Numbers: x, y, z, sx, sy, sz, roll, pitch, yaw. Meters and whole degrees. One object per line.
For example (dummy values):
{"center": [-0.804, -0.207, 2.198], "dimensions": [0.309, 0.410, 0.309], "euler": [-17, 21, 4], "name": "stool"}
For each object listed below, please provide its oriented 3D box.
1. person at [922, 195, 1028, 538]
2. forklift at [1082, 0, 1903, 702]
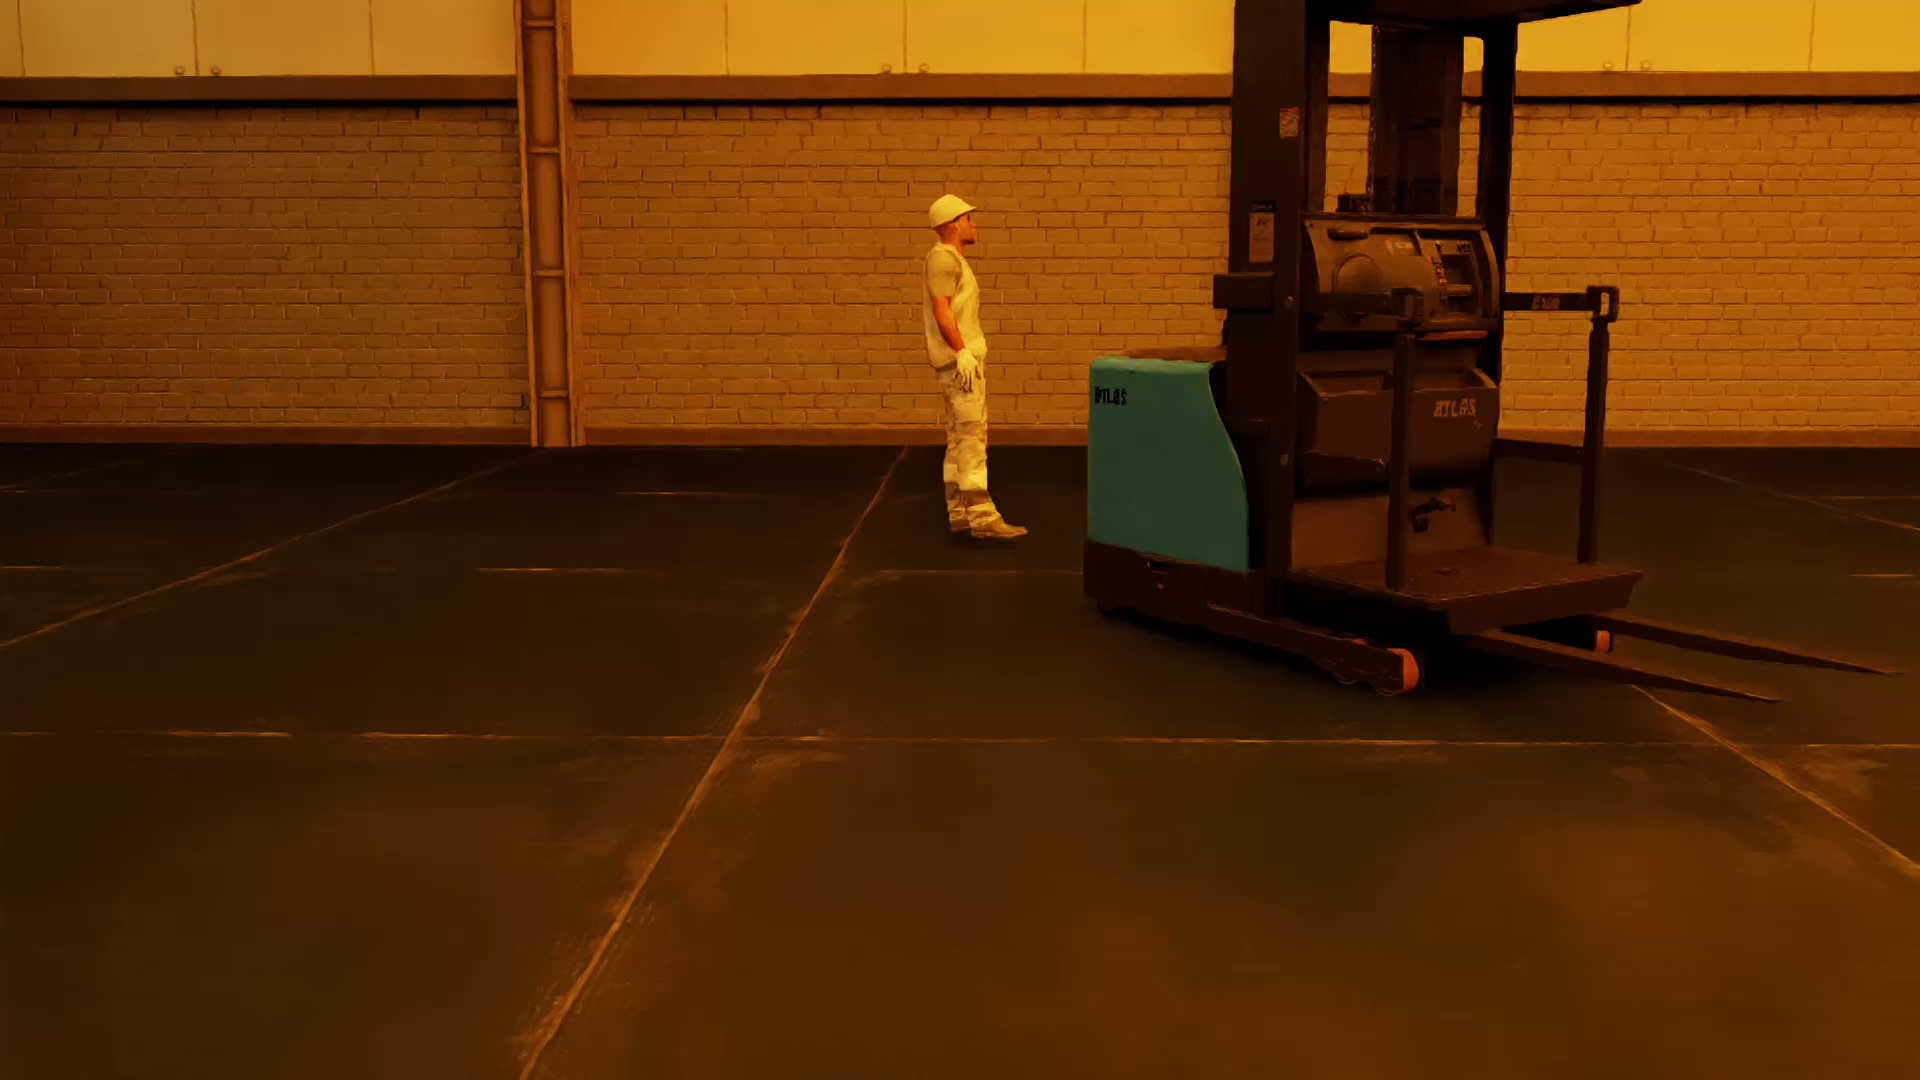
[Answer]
{"center": [0.080, -0.929, 8.847], "dimensions": [0.563, 1.787, 0.637], "euler": [0, 9, 1], "name": "person"}
{"center": [1.730, -1.005, 5.870], "dimensions": [1.130, 2.935, 3.031], "euler": [-5, 10, -32], "name": "forklift"}
